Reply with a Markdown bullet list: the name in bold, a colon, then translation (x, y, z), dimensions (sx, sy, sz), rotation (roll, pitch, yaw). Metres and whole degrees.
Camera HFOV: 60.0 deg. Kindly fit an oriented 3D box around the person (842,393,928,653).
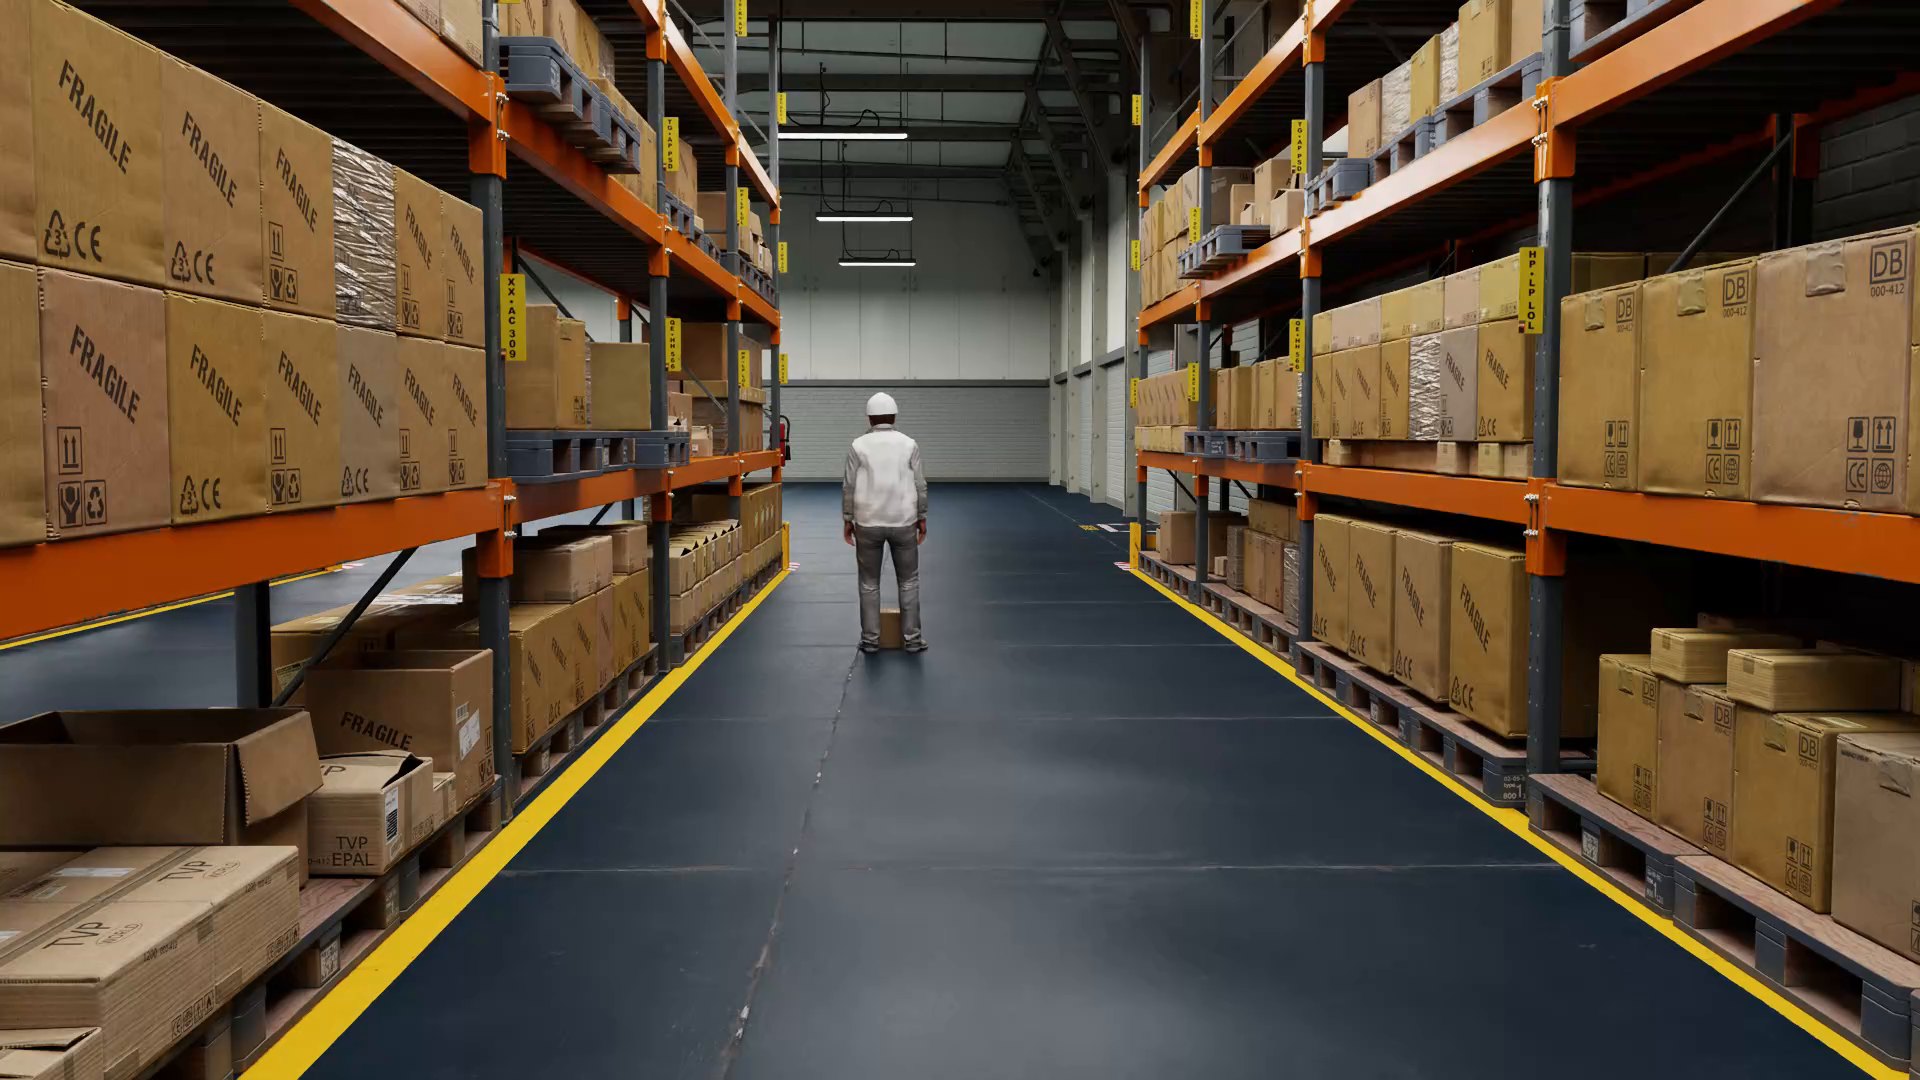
- **person**: translation (-0.511, -0.122, 11.387), dimensions (0.594, 1.773, 0.458), rotation (0, 4, -4)
